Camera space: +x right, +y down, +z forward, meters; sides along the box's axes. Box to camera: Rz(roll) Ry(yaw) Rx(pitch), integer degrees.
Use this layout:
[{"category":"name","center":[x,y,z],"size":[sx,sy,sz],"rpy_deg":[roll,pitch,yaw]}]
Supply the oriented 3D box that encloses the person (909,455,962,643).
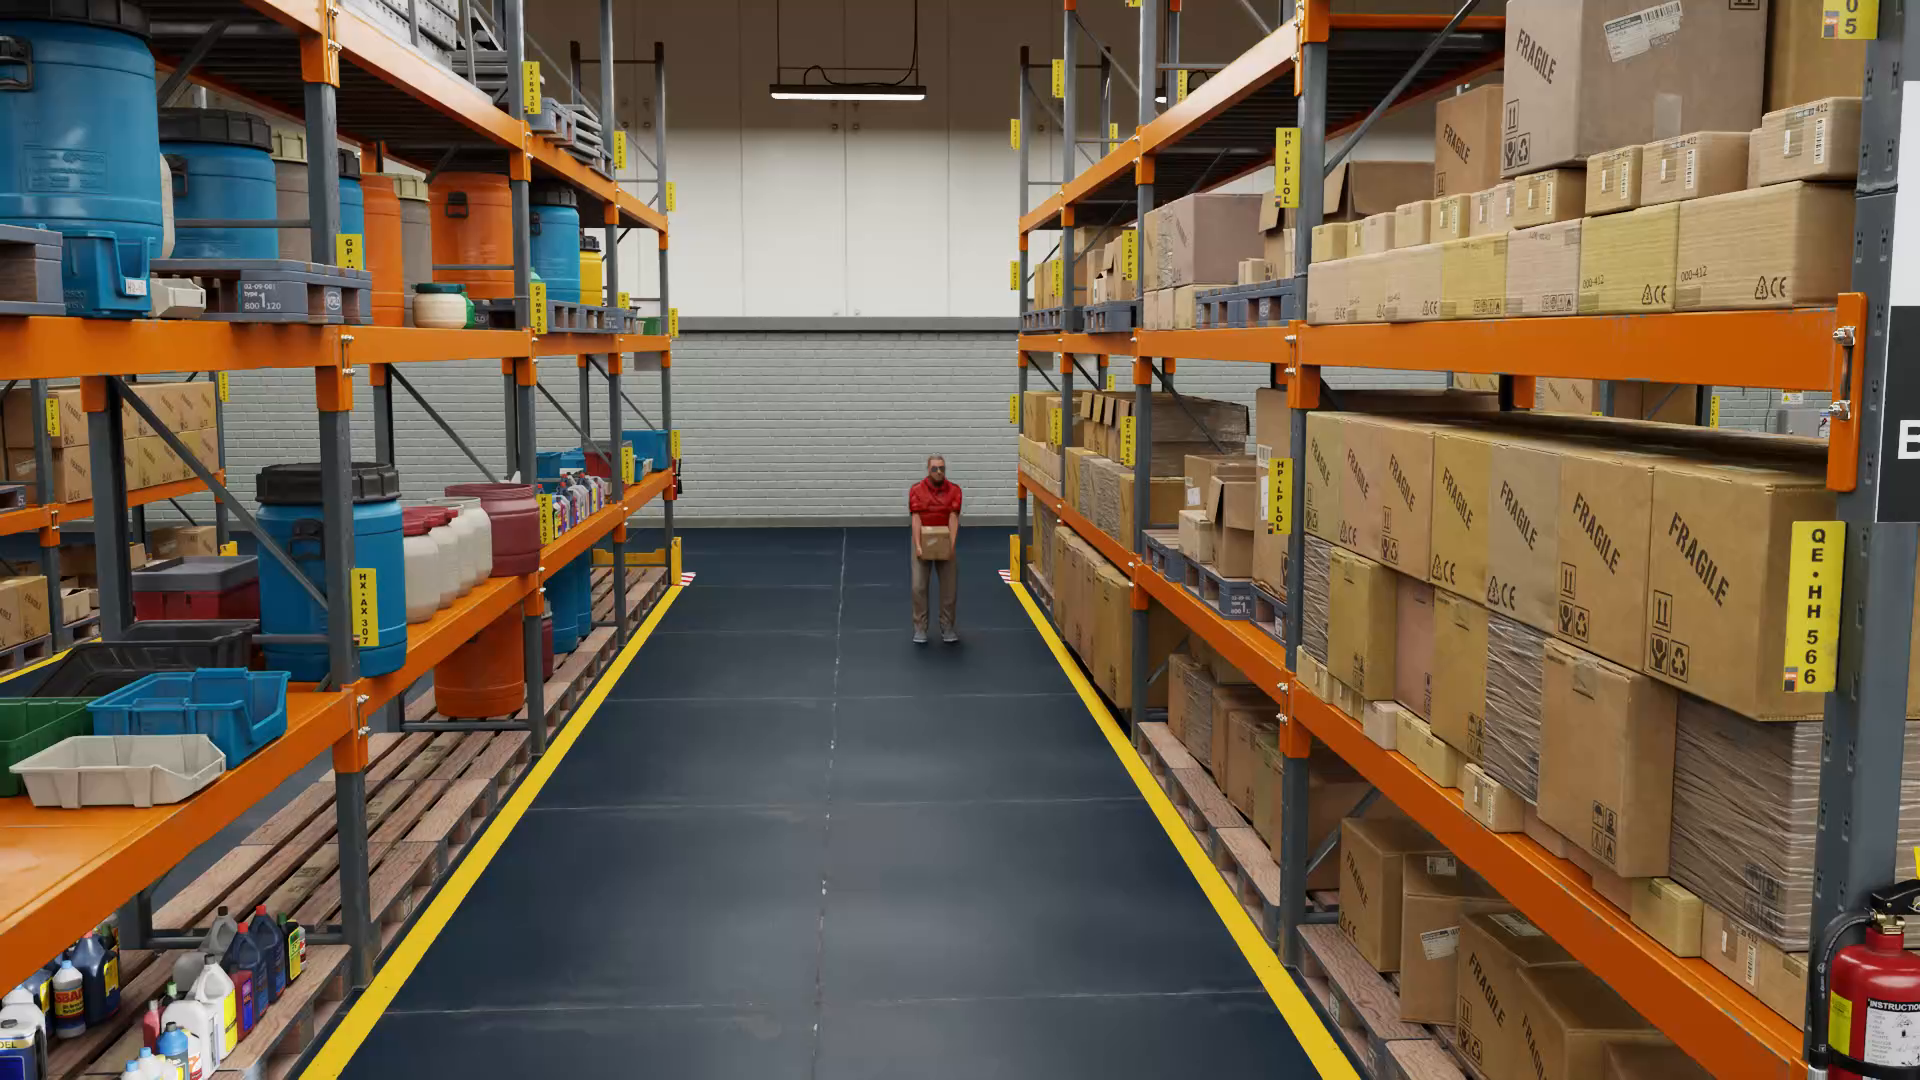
[{"category":"person","center":[-0.221,0.081,15.216],"size":[0.487,1.718,0.561],"rpy_deg":[-1,7,-5]}]
